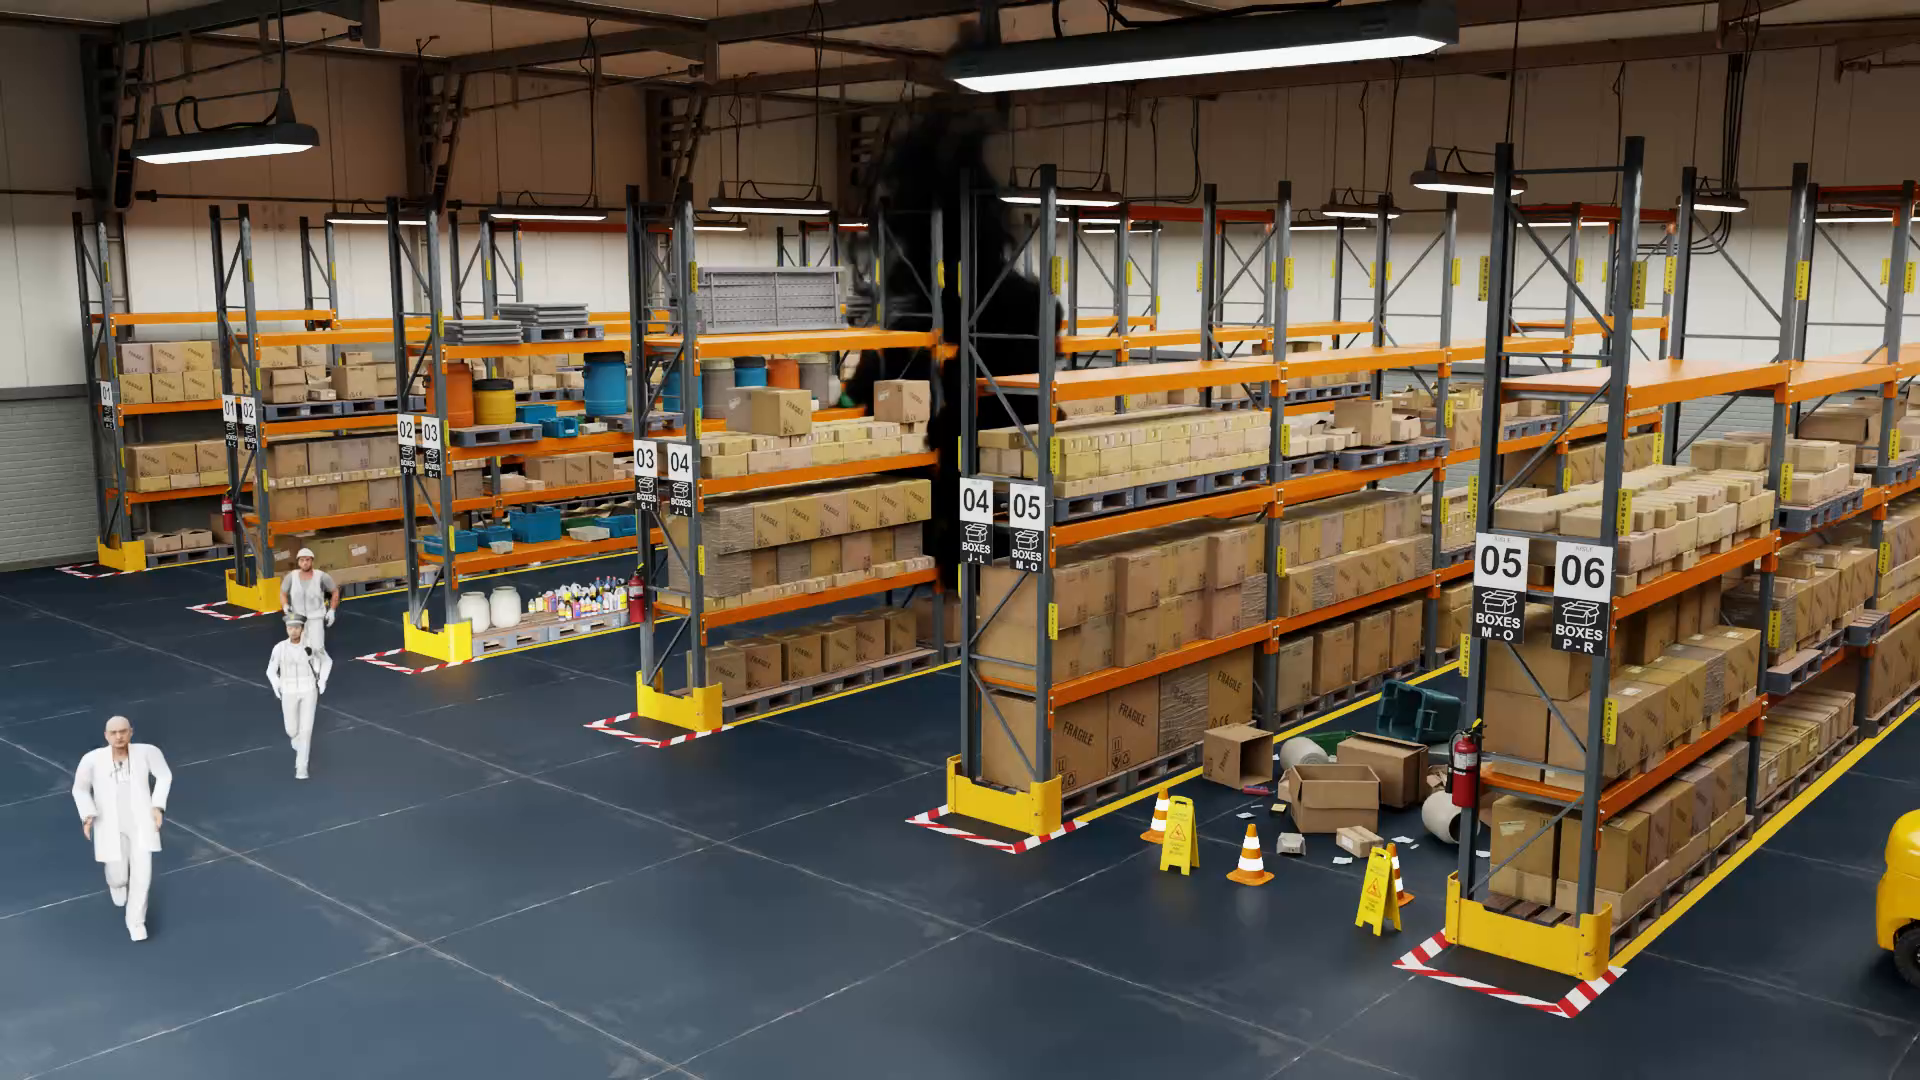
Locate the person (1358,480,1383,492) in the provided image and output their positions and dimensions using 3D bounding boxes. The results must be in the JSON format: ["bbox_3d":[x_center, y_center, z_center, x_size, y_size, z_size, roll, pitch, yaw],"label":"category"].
[{"bbox_3d":[6.832,-0.286,27.753,0.714,1.737,0.846,9,13,42],"label":"person"}]

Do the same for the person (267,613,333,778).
[{"bbox_3d":[-6.739,1.553,17.008,0.633,1.657,0.773,-3,10,-18],"label":"person"}]

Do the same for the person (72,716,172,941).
[{"bbox_3d":[-6.495,2.190,12.951,0.697,1.733,0.754,-5,11,-29],"label":"person"}]

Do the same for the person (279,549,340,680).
[{"bbox_3d":[-7.926,0.965,20.266,0.697,1.760,0.665,-1,10,-8],"label":"person"}]
